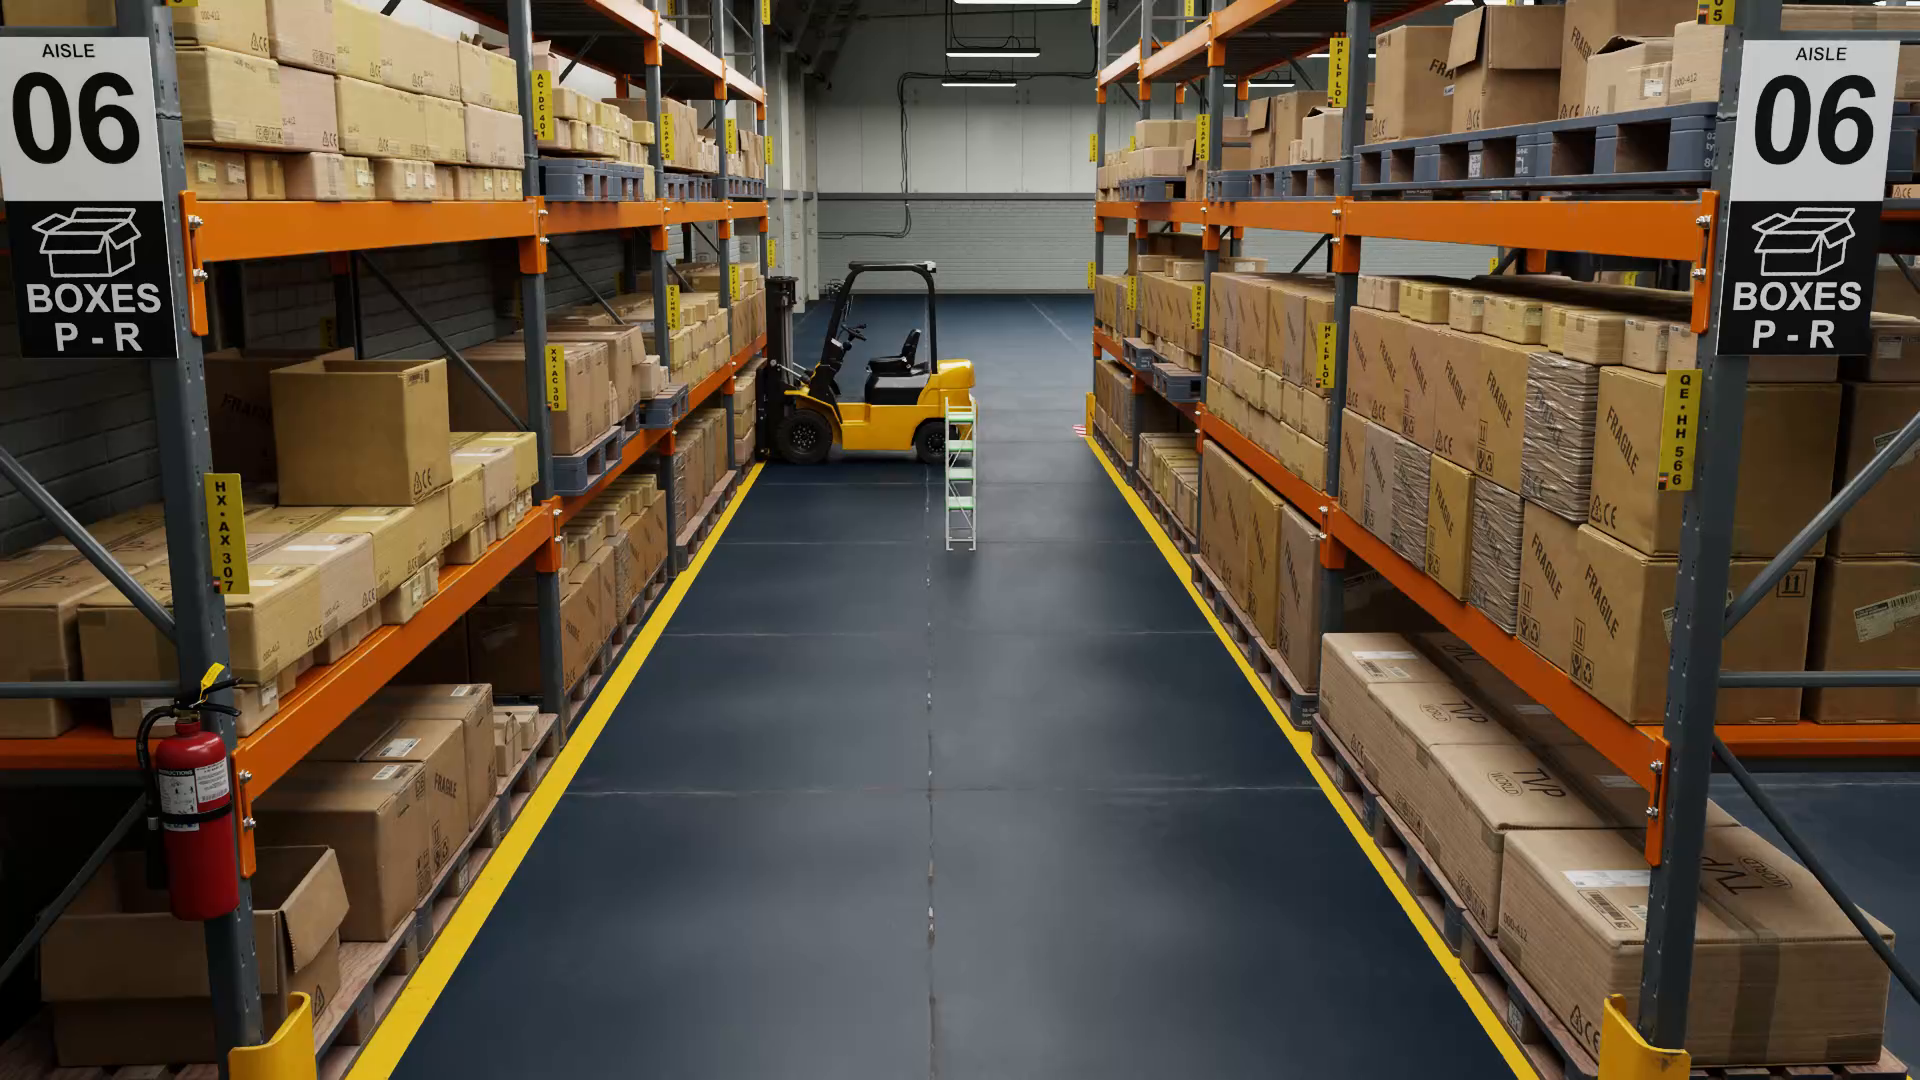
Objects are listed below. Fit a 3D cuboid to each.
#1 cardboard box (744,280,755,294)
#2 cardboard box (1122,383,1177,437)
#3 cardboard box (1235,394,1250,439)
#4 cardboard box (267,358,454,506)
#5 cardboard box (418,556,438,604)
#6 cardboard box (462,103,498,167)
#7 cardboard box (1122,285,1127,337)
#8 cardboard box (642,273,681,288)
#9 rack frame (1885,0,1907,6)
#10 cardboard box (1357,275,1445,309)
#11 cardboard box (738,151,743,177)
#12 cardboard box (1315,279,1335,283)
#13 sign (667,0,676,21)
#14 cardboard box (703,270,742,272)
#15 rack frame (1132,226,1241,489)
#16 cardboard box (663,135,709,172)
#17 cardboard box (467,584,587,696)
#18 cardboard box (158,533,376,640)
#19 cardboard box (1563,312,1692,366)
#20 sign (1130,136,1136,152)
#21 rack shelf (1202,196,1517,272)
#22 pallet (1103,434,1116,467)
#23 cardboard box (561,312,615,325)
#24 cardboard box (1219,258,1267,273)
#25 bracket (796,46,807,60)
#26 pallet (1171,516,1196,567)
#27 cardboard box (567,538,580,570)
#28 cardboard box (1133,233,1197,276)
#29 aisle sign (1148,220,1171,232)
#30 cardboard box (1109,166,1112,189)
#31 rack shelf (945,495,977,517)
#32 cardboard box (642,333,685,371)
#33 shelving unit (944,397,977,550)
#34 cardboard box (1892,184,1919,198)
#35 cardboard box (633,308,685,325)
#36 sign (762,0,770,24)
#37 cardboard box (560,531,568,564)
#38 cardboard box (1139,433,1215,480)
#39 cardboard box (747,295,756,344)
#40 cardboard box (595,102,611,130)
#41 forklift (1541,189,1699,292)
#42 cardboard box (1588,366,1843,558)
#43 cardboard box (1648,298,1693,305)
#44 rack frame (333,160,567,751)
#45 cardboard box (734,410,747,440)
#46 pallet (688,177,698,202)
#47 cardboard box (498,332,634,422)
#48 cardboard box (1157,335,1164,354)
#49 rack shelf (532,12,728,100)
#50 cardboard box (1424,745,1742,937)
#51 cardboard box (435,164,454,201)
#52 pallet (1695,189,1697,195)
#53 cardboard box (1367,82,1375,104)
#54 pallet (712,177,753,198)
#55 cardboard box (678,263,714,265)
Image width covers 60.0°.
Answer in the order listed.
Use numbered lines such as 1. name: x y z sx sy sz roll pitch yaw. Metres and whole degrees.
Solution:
1. cardboard box: -2.482 -2.813 18.497 0.380 0.149 0.250 0 11 -1
2. cardboard box: 1.945 -1.337 17.078 0.500 0.500 0.500 0 11 -2
3. cardboard box: 2.100 -0.821 10.940 0.500 0.250 0.500 0 11 1
4. cardboard box: -2.261 -0.417 6.315 0.500 0.500 0.500 0 11 0
5. cardboard box: -2.225 0.160 6.358 0.380 0.149 0.250 0 11 0
6. cardboard box: -2.290 -1.727 7.114 0.500 0.250 0.500 -1 11 -3
7. cardboard box: 1.950 -2.379 17.241 0.500 0.500 0.500 0 11 1
8. cardboard box: -3.010 -2.598 16.692 0.380 0.149 0.250 -1 11 -3
9. rack frame: 7.255 -4.180 12.030 1.000 3.000 0.127 0 11 -1
10. cardboard box: 2.138 -1.197 8.019 0.380 0.149 0.250 0 11 -2
11. cardboard box: -2.464 -3.929 17.366 0.396 0.266 0.258 -1 11 -2
12. cardboard box: 2.603 -1.436 10.827 0.500 0.500 0.500 0 11 -1
13. sign: -3.375 -6.243 19.451 0.100 0.325 0.005 0 11 -1
14. cardboard box: -2.492 -2.756 17.469 0.380 0.149 0.250 0 11 -2
15. rack frame: 2.225 -1.995 16.346 1.000 3.000 0.127 0 11 -1
16. cardboard box: -2.463 -3.359 14.445 0.500 0.311 0.500 -1 11 -3
17. cardboard box: -2.357 0.539 9.089 0.500 0.500 0.500 0 11 1
18. cardboard box: -2.240 0.148 5.414 0.500 0.250 0.500 0 11 -1
19. cardboard box: 2.147 -0.638 5.262 0.380 0.149 0.250 0 11 -2
20. sign: 1.683 -3.714 15.978 0.100 0.325 0.005 0 11 -1
21. rack shelf: 2.349 -1.919 10.241 1.077 0.370 4.000 0 11 -1
22. pallet: 2.148 -1.004 18.479 1.003 0.211 1.213 0 11 -1
23. cardboard box: -2.925 -1.712 13.072 0.380 0.149 0.250 0 11 -1
24. cardboard box: 2.517 -2.431 14.810 0.380 0.149 0.250 -1 11 -4
25. bracket: -3.786 -11.508 39.099 0.076 0.066 4.783 0 11 -1
26. pallet: 2.293 0.012 13.470 1.003 0.211 1.213 0 11 -1
27. cardboard box: -2.432 0.086 9.692 0.380 0.149 0.250 0 11 -2
28. cardboard box: 2.374 -3.273 19.135 0.700 0.500 0.500 0 11 -1
29. aisle sign: 2.431 -4.077 20.074 0.394 0.787 0.004 0 11 -1
30. cardboard box: 1.923 -4.028 18.455 0.500 0.250 0.500 0 11 1
31. rack shelf: 0.003 -0.257 13.838 0.258 0.148 0.480 0 11 -1
32. cardboard box: -2.395 -1.439 12.728 0.500 0.250 0.500 0 11 -1
33. shelving unit: 0.003 -0.555 13.778 0.258 1.200 0.503 0 11 -1
34. cardboard box: 7.001 -2.644 11.753 0.500 0.500 0.500 0 11 -1
35. cardboard box: -2.458 -1.816 13.581 0.380 0.149 0.250 0 11 -1
36. sign: -2.277 -6.205 19.461 0.100 0.325 0.005 0 11 -1
37. cardboard box: -2.367 0.049 9.127 0.380 0.149 0.250 -1 11 -4
38. cardboard box: 2.239 -0.808 16.052 0.950 0.372 0.625 0 11 0
39. cardboard box: -2.514 -2.416 18.172 0.500 0.500 0.500 0 11 -1
40. cardboard box: -2.235 -2.448 9.612 0.380 0.149 0.250 0 11 -1
41. forklift: 5.016 -1.315 13.171 1.130 2.935 3.031 0 11 2
42. cardboard box: 2.225 -0.243 4.947 0.500 0.500 0.500 0 11 1
43. cardboard box: 2.731 -0.796 6.040 0.380 0.149 0.250 0 11 -1
44. rack frame: -2.572 -0.383 8.404 1.000 3.000 0.127 0 11 -1
45. cardboard box: -2.439 -1.174 16.904 0.500 0.250 0.500 0 11 -1
46. pallet: -2.784 -2.913 13.802 1.003 0.211 1.213 0 11 1
47. cardboard box: -2.385 -0.994 10.107 0.700 0.500 0.500 0 11 -1
48. cardboard box: 1.920 -1.707 14.504 0.380 0.149 0.250 0 11 1
49. rack shelf: -2.696 -3.967 13.797 1.077 0.370 4.000 0 11 -1
50. cardboard box: 2.332 1.128 6.343 0.875 0.438 0.875 0 11 0
51. cardboard box: -2.294 -1.456 6.778 0.380 0.149 0.250 0 11 1
52. pallet: 7.166 -3.624 17.058 1.003 0.211 1.213 0 11 -1
53. cardboard box: 2.634 -2.575 10.356 0.500 0.500 0.500 0 11 -1
54. pallet: -2.803 -3.812 17.980 1.003 0.211 1.213 0 11 -1
55. cardboard box: -3.084 -3.161 19.462 0.380 0.149 0.250 0 11 1
